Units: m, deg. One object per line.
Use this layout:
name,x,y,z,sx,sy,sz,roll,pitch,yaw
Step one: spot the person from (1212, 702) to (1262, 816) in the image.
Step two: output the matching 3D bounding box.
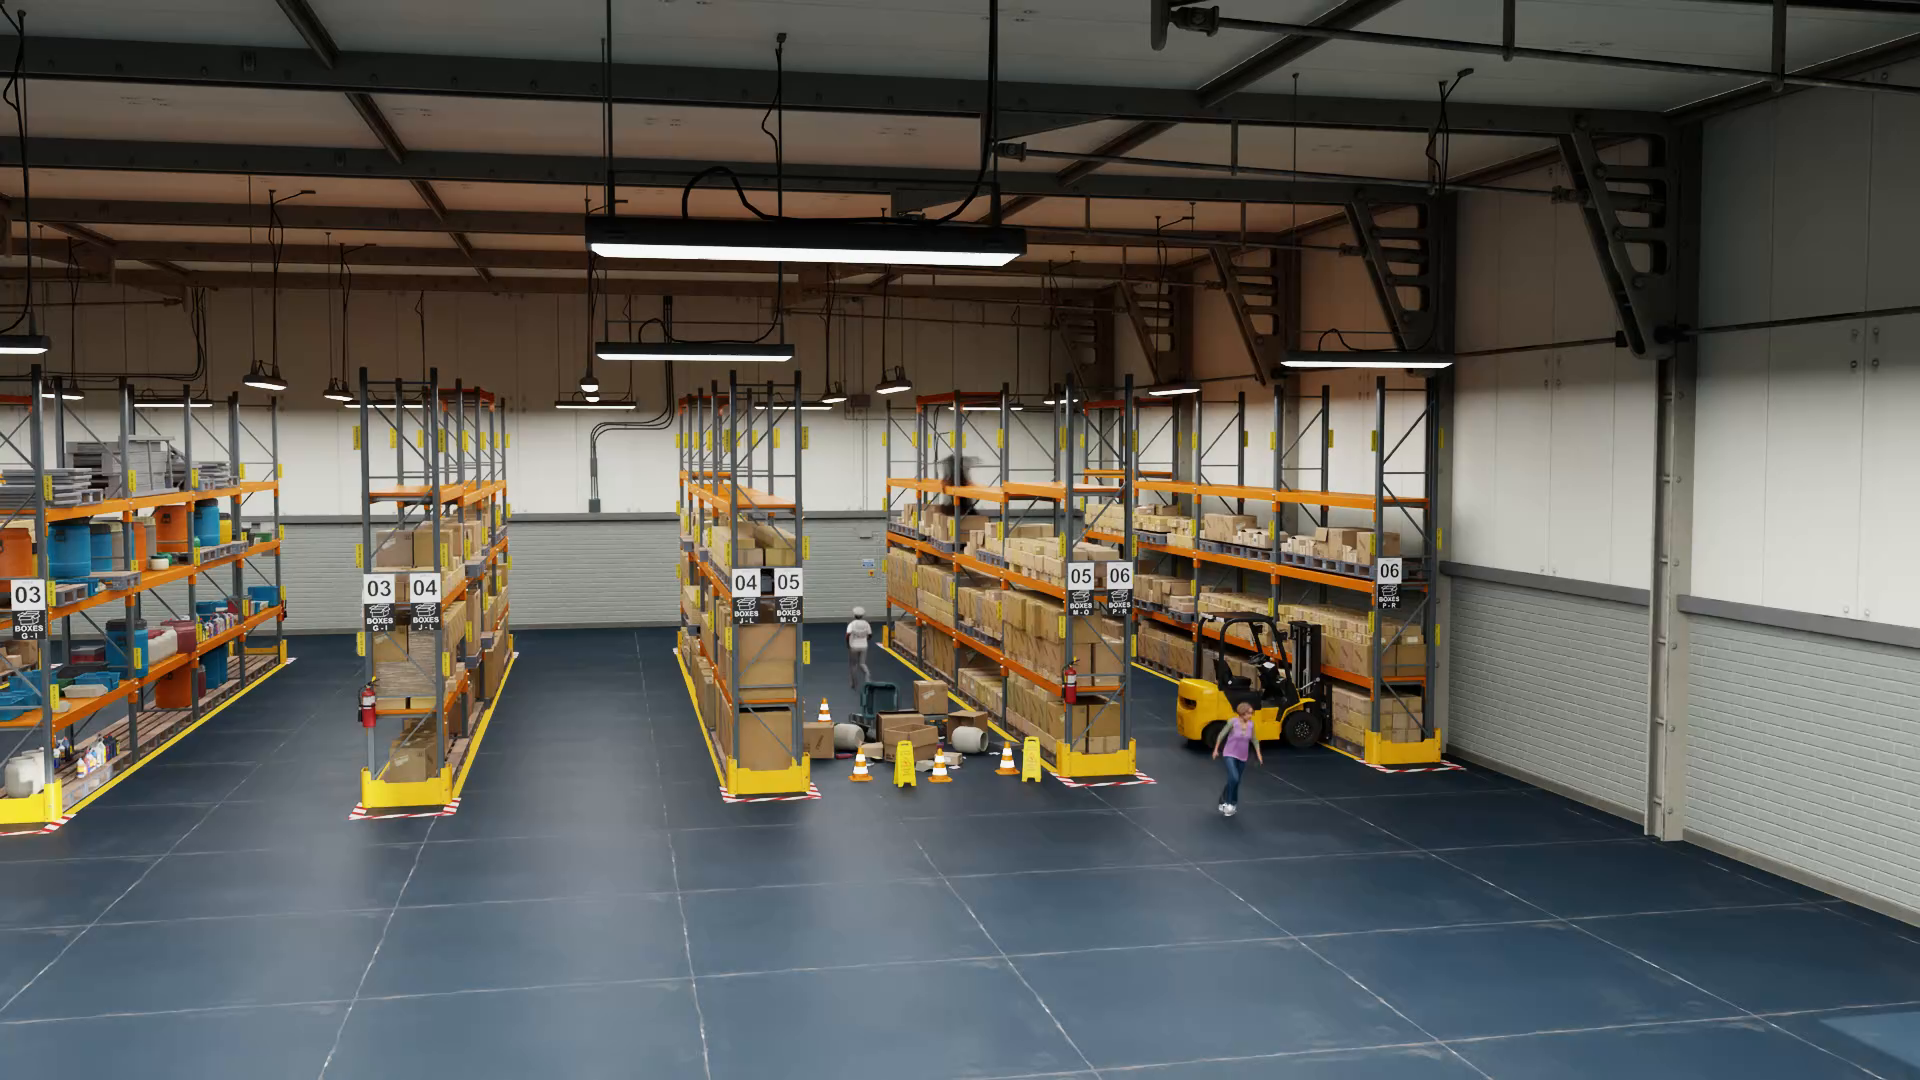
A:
person,3.689,2.961,22.145,0.524,1.414,0.716,-1,4,-20

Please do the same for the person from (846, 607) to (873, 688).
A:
person,-2.041,2.186,33.436,0.594,1.686,0.774,-1,4,-22
